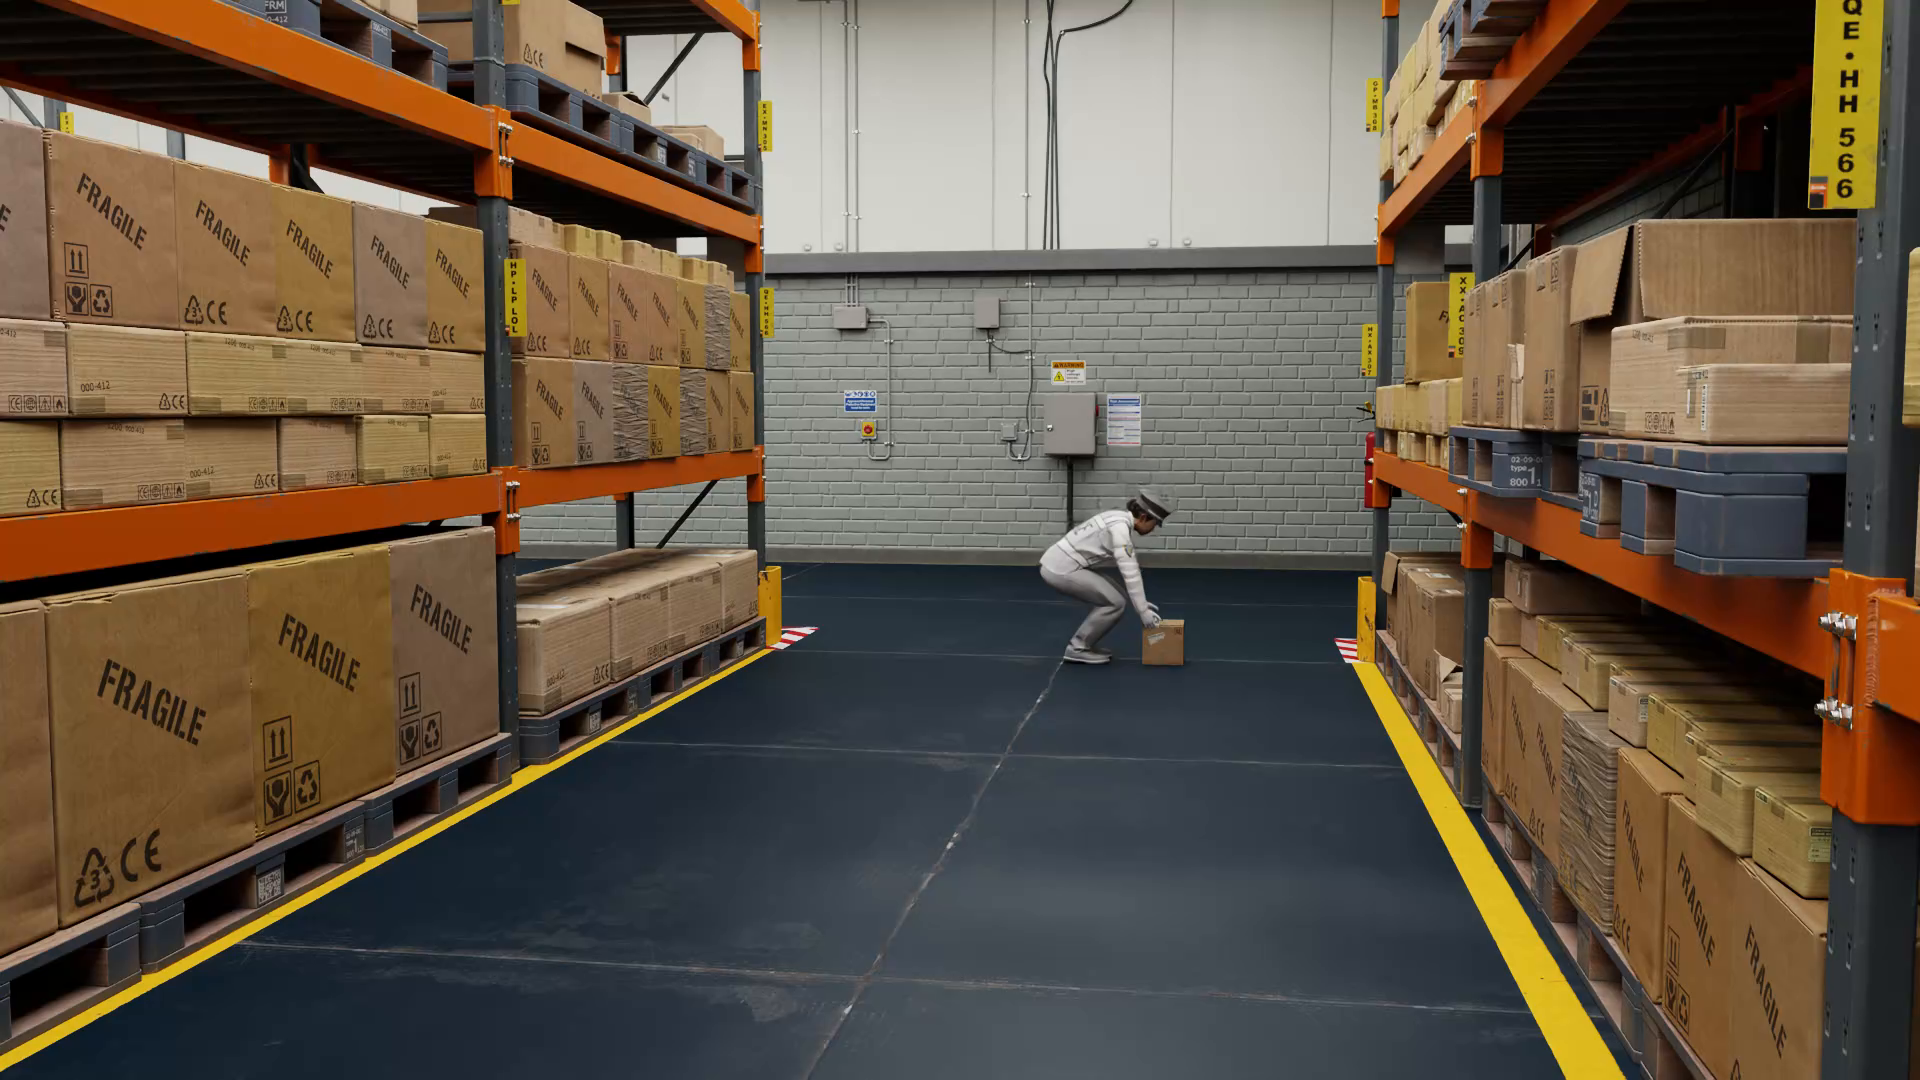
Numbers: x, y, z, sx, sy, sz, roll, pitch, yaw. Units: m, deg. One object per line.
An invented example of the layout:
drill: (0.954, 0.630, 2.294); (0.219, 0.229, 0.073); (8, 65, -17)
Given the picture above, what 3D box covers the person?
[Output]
person: (0.913, 0.220, 10.375); (0.827, 1.075, 0.505); (1, 5, 9)
